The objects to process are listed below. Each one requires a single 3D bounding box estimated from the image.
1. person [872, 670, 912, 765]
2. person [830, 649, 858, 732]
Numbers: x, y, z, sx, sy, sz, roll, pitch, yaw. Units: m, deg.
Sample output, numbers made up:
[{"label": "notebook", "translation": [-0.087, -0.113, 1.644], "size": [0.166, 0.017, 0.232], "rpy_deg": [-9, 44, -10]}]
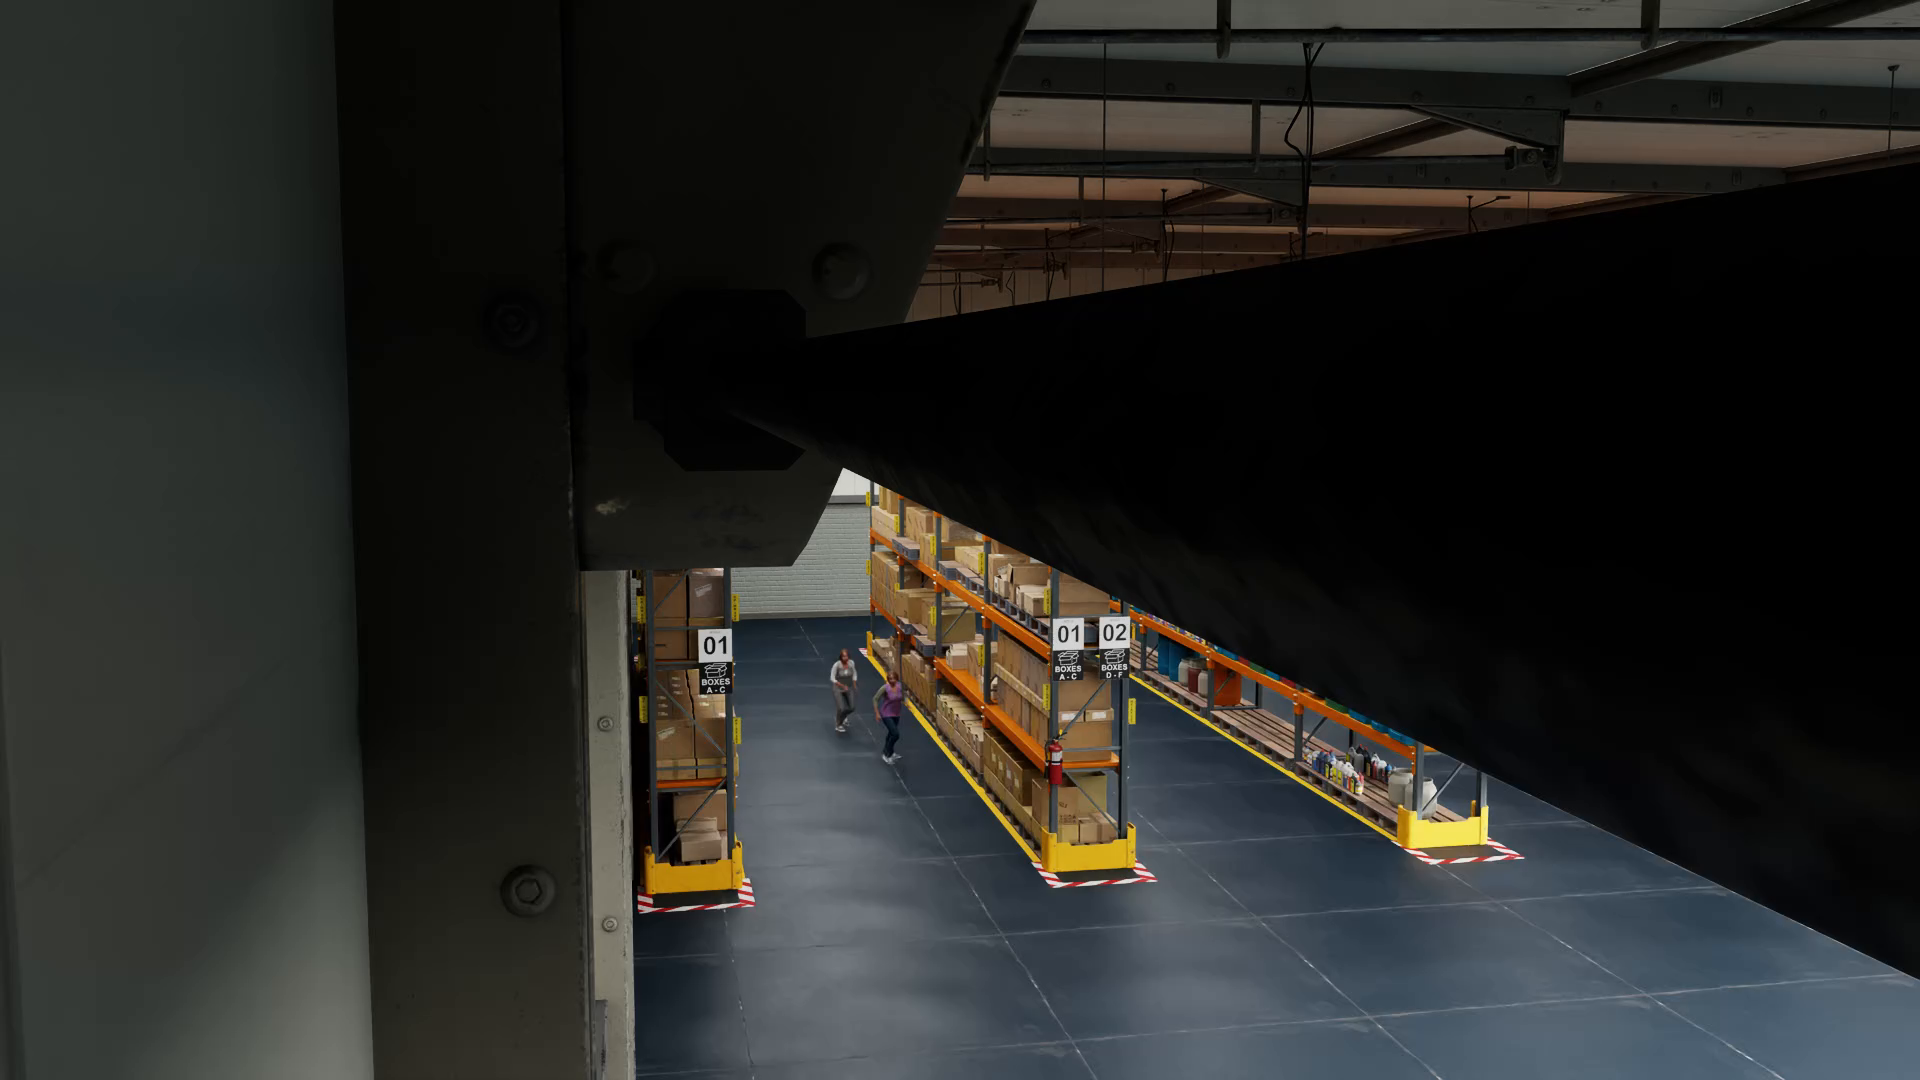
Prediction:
[{"label": "person", "translation": [-1.060, 2.823, 26.556], "size": [0.742, 1.549, 0.554], "rpy_deg": [5, 8, 41]}, {"label": "person", "translation": [-2.021, 2.595, 28.750], "size": [0.524, 1.496, 0.711], "rpy_deg": [-3, 7, -26]}]
